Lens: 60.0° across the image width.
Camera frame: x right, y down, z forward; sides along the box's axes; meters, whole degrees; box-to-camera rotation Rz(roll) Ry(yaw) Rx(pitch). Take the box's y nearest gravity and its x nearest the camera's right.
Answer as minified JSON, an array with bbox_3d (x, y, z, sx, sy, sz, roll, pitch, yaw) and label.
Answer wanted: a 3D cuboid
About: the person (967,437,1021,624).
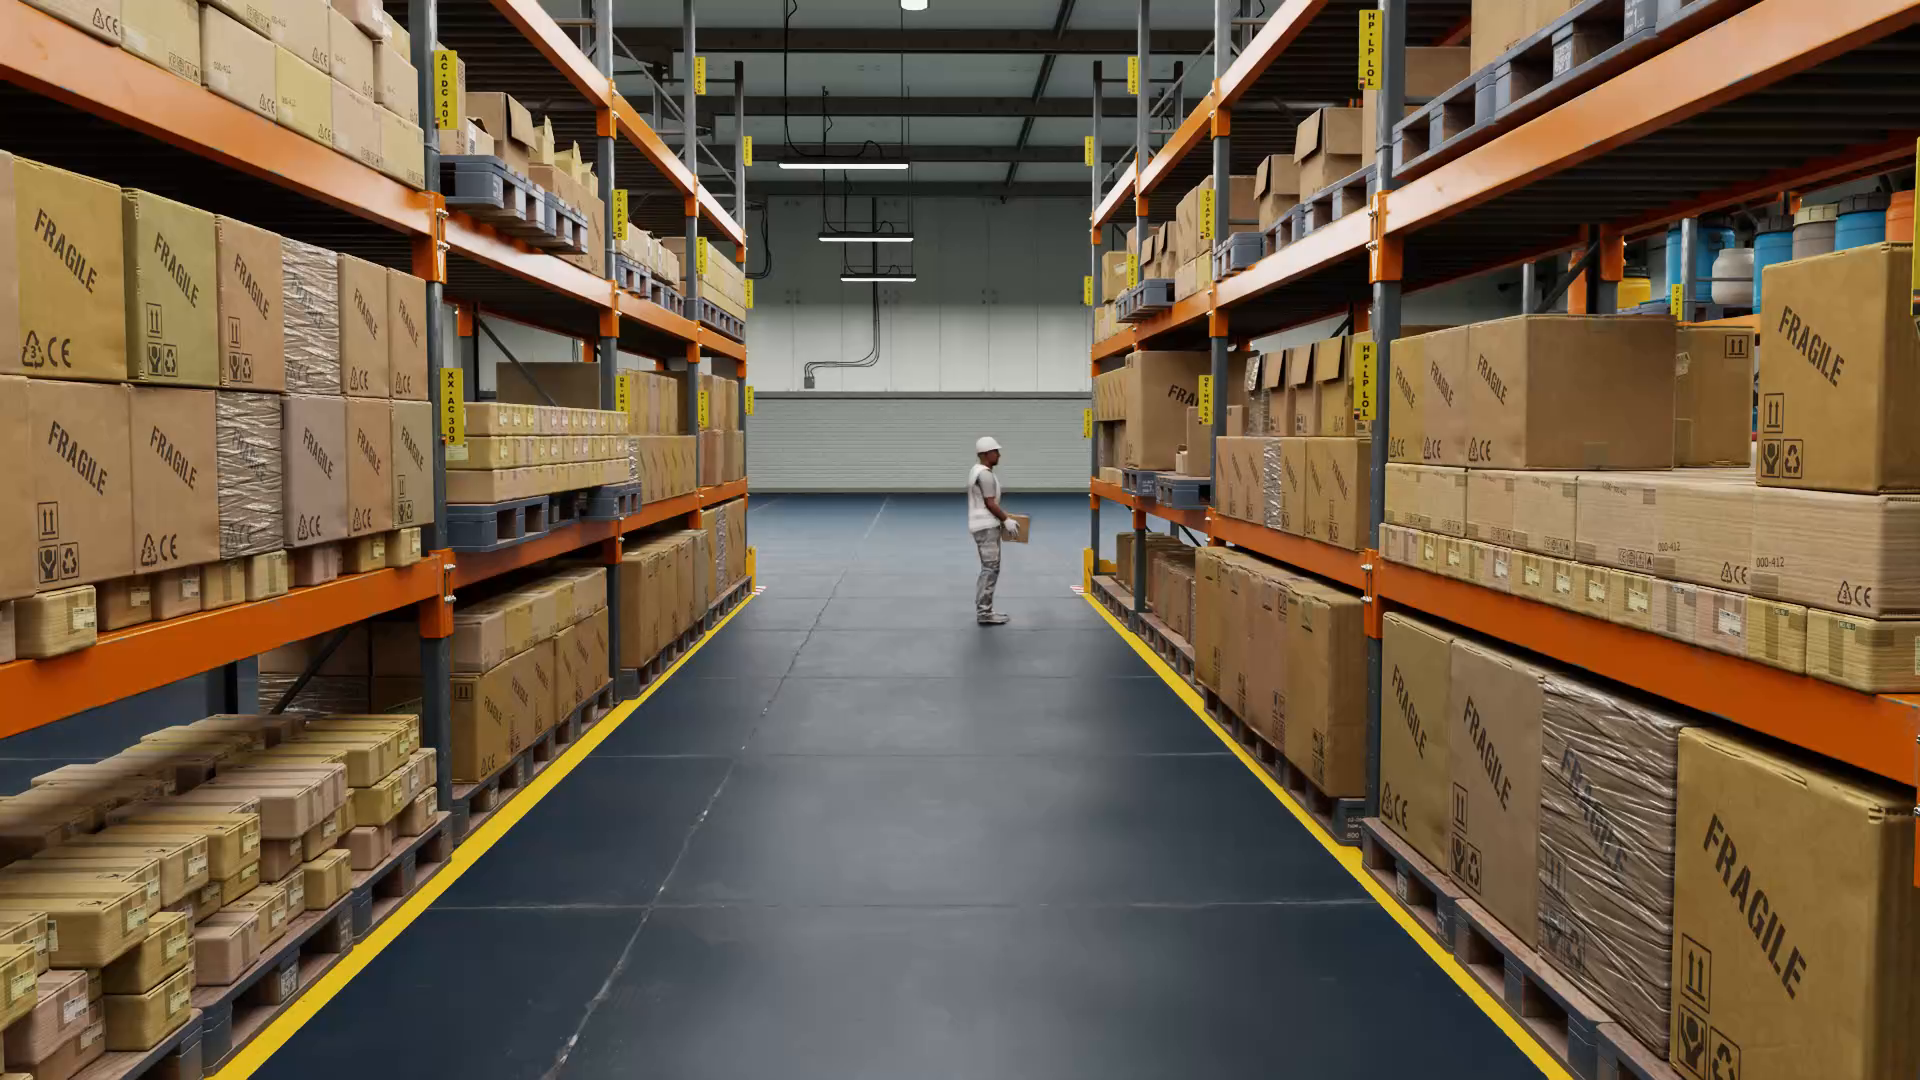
[{"bbox_3d":[0.324,-0.102,16.078,0.509,1.788,0.546,0,4,-2],"label":"person"}]
